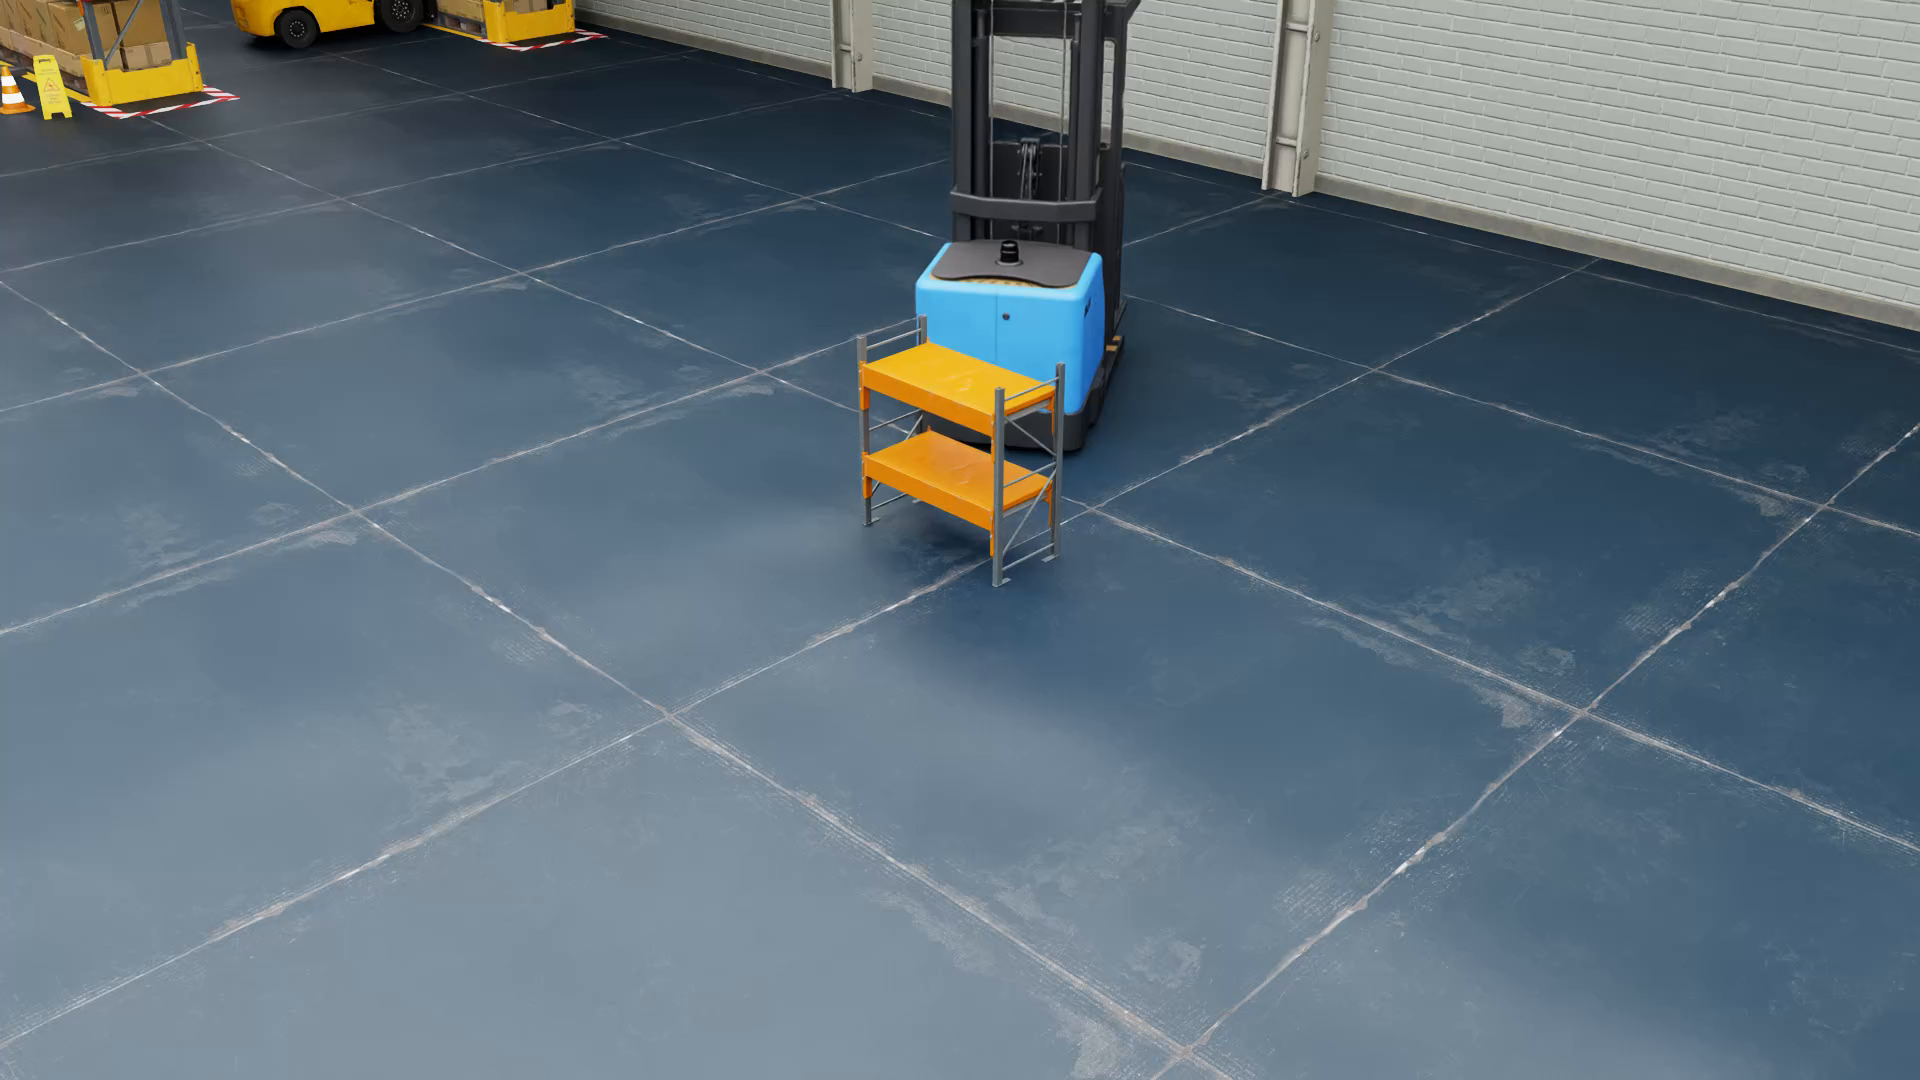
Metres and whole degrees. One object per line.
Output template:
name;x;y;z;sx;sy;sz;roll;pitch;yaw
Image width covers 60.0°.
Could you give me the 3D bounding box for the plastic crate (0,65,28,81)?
plastic crate;-11.429;-5.552;19.723;0.583;0.080;0.402;12;30;22

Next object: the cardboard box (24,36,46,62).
cardboard box;-10.627;-5.807;19.575;0.500;0.250;0.500;23;35;37

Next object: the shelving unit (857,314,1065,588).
shelving unit;-0.005;-0.500;8.992;1.048;1.125;0.538;25;36;38

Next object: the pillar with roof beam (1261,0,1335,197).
pillar with roof beam;0.030;-5.809;10.629;0.400;9.000;9.100;25;36;38

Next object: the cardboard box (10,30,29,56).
cardboard box;-10.974;-5.973;19.889;0.500;0.250;0.500;24;36;38

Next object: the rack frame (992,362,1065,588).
rack frame;0.358;-0.334;8.677;0.032;1.125;0.500;25;36;38

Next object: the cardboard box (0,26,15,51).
cardboard box;-11.354;-6.145;20.217;0.500;0.250;0.500;-23;35;-36

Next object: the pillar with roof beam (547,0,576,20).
pillar with roof beam;-8.527;-9.725;18.076;0.400;9.000;9.100;25;36;38

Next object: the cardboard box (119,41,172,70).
cardboard box;-9.503;-5.647;19.270;0.500;0.250;0.500;24;36;38

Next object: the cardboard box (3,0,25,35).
cardboard box;-10.984;-6.307;19.719;0.500;0.500;0.500;-23;35;-37

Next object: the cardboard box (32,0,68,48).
cardboard box;-10.250;-5.968;19.075;0.500;0.500;0.500;-24;36;-37

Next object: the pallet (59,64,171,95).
pallet;-9.730;-5.391;19.276;1.213;0.211;1.003;25;36;38

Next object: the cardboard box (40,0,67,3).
cardboard box;-10.184;-6.184;18.788;0.380;0.149;0.250;-24;36;-38

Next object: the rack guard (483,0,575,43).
rack guard;-5.627;-6.858;21.755;0.348;0.500;1.175;25;36;38

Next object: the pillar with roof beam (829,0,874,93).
pillar with roof beam;-4.249;-7.767;14.352;0.400;9.000;9.100;25;36;38

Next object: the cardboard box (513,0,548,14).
cardboard box;-5.857;-7.166;22.158;0.500;0.250;0.500;25;37;39

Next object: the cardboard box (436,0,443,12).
cardboard box;-6.899;-7.321;22.453;0.500;0.250;0.500;-25;37;-39

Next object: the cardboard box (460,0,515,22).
cardboard box;-6.201;-6.989;21.822;0.500;0.250;0.500;25;37;39

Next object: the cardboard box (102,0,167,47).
cardboard box;-9.520;-5.987;19.110;0.500;0.500;0.500;23;36;37

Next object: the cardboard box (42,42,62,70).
cardboard box;-10.250;-5.638;19.253;0.500;0.250;0.500;25;37;39

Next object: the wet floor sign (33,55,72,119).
wet floor sign;-9.736;-4.864;17.808;0.267;0.644;0.232;-13;30;-22

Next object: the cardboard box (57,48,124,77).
cardboard box;-9.904;-5.475;18.942;0.500;0.250;0.500;24;36;38

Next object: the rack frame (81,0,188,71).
rack frame;-9.122;-6.323;18.053;0.127;3.000;1.000;25;36;38

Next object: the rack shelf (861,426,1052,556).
rack shelf;-0.005;-0.284;9.106;1.000;0.278;0.538;25;36;38

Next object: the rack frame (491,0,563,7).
rack frame;-5.644;-7.972;21.188;0.127;3.000;1.000;25;36;38

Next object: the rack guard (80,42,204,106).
rack guard;-9.176;-5.242;18.682;0.348;0.500;1.175;25;36;38

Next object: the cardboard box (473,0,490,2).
cardboard box;-6.210;-7.217;21.719;0.500;0.250;0.500;24;36;38

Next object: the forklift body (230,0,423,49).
forklift body;-8.275;-7.610;21.411;1.214;2.155;2.313;25;36;38

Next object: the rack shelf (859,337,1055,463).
rack shelf;-0.005;-0.759;8.856;1.000;0.278;0.538;25;36;38

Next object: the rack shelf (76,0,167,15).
rack shelf;-10.548;-6.658;19.461;4.000;0.370;1.077;25;36;38

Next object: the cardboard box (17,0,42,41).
cardboard box;-10.605;-6.135;19.392;0.500;0.500;0.500;24;36;37

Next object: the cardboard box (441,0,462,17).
cardboard box;-6.549;-7.155;22.137;0.500;0.250;0.500;25;36;38

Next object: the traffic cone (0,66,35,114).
traffic cone;-10.333;-4.913;18.096;0.334;0.463;0.336;25;36;38

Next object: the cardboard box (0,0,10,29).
cardboard box;-11.352;-6.477;20.041;0.500;0.500;0.500;-24;36;-37

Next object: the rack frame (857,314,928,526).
rack frame;-0.367;-0.666;9.308;0.032;1.125;0.500;25;36;38

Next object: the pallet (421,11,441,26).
pallet;-7.085;-7.371;23.042;1.213;0.211;1.003;25;36;38

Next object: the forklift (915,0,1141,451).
forklift;0.541;-2.507;10.869;1.130;2.935;3.031;6;28;11

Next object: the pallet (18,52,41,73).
pallet;-10.596;-5.789;20.032;1.213;0.211;1.003;25;36;38

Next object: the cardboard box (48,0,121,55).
cardboard box;-9.876;-5.799;18.753;0.500;0.500;0.500;25;37;39

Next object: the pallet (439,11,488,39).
pallet;-6.219;-6.973;22.285;1.213;0.211;1.003;25;36;38

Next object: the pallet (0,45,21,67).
pallet;-11.470;-6.187;20.790;1.213;0.211;1.003;25;36;38
